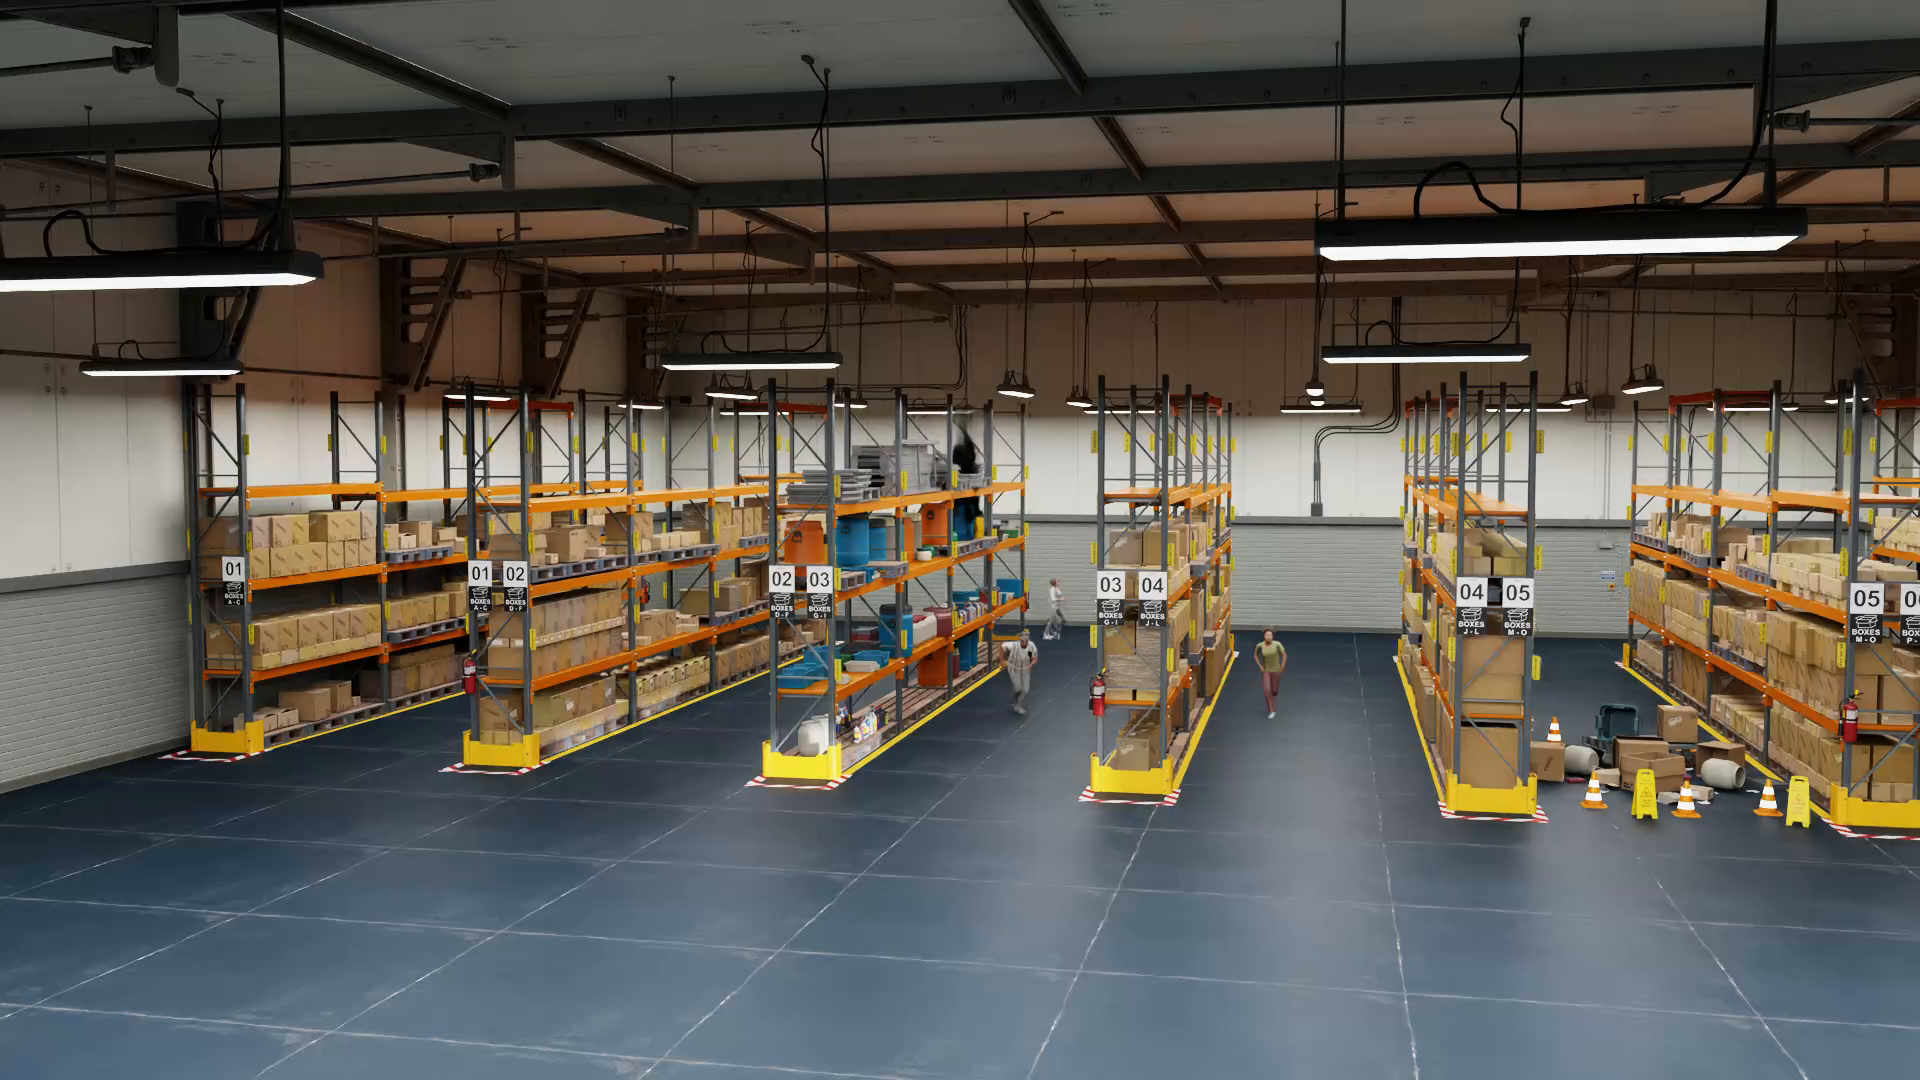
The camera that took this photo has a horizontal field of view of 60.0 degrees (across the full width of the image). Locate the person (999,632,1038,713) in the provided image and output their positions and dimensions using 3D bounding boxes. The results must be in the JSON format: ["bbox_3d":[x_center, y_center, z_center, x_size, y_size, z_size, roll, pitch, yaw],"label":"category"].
[{"bbox_3d":[1.080,2.459,30.772,0.695,1.572,0.890,-1,3,-12],"label":"person"}]

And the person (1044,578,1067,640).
[{"bbox_3d":[2.455,1.766,42.616,0.667,1.604,0.497,2,4,32],"label":"person"}]

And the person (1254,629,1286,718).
[{"bbox_3d":[5.744,2.449,30.845,0.595,1.648,0.810,1,3,9],"label":"person"}]
